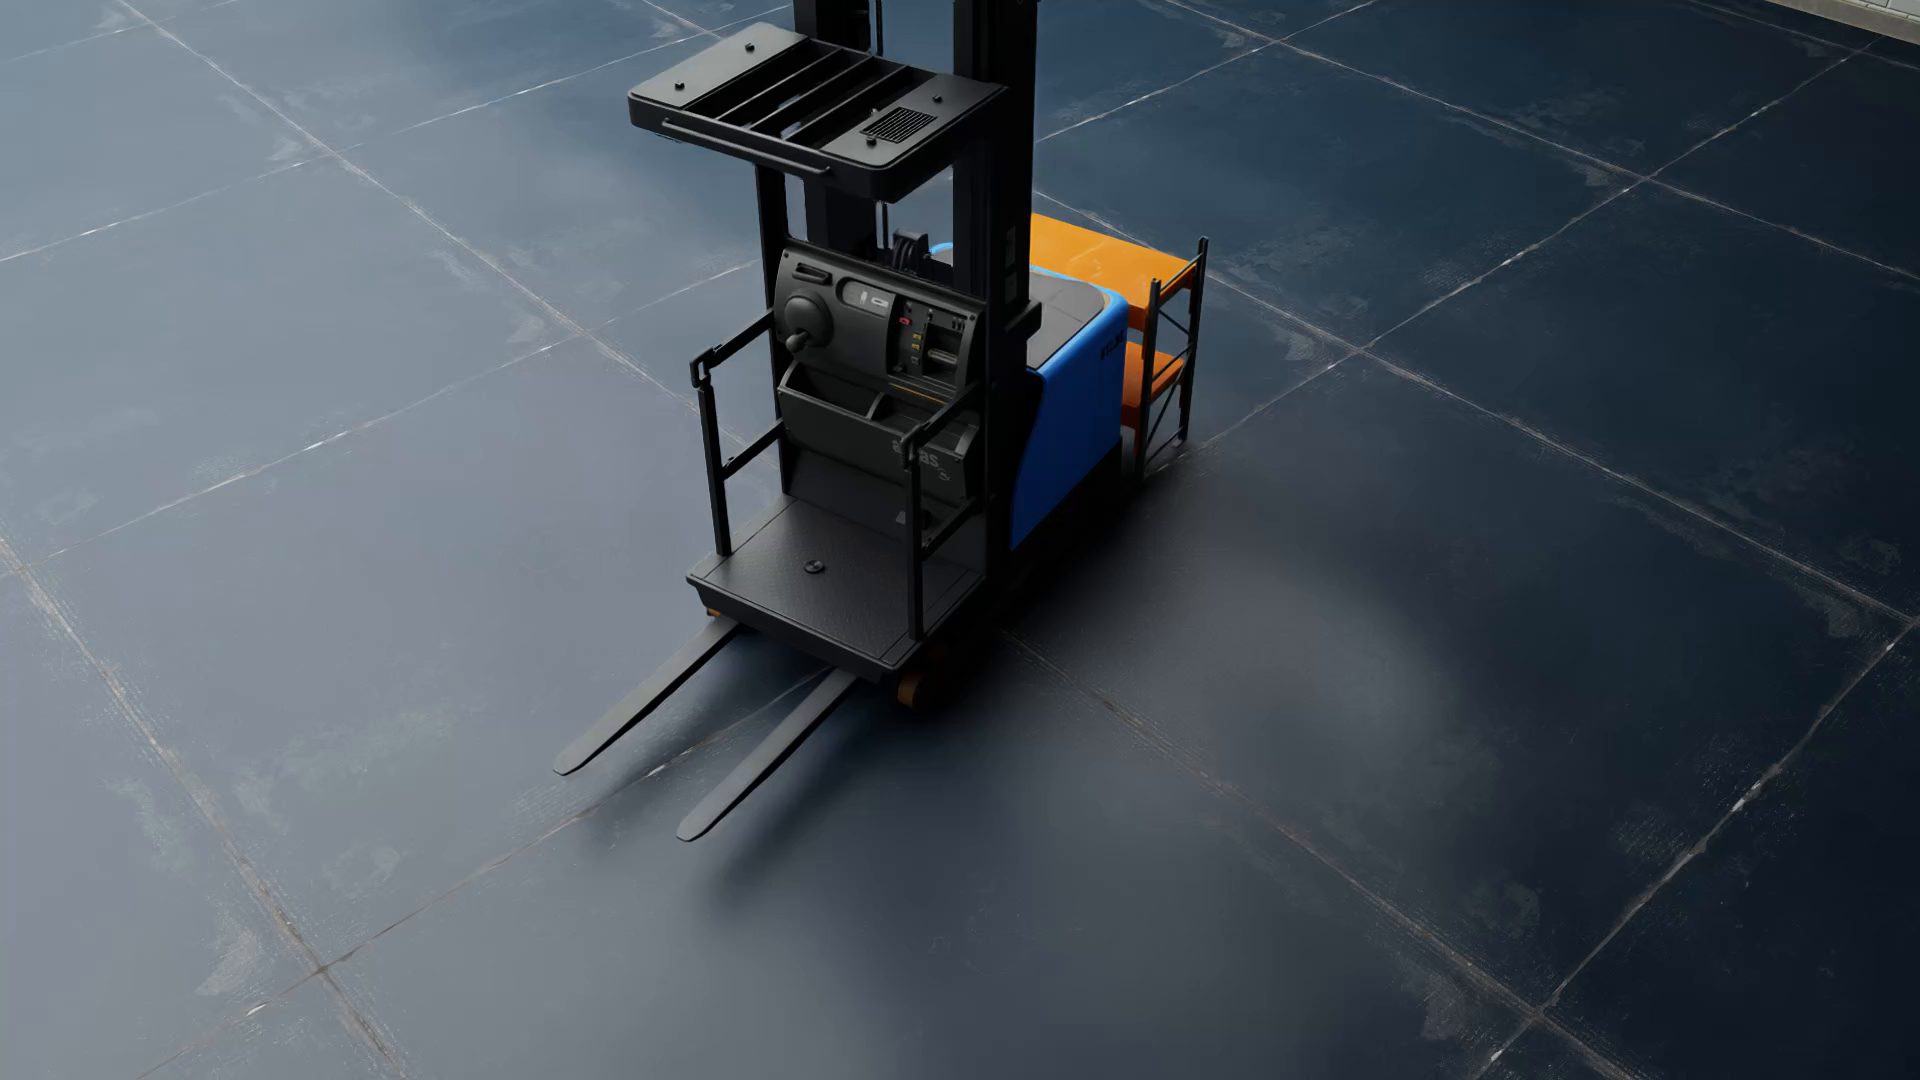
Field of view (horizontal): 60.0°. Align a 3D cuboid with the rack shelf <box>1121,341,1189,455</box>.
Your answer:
[{"bbox_3d":[0.574,-0.822,8.258,1.000,0.278,0.538,23,44,26],"label":"rack shelf"}]

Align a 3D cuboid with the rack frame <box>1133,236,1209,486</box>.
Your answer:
[{"bbox_3d":[0.996,-0.834,7.884,0.032,1.125,0.500,23,44,26],"label":"rack frame"}]

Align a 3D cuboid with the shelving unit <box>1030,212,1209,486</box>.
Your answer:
[{"bbox_3d":[0.575,-1.013,8.105,1.048,1.125,0.538,23,44,26],"label":"shelving unit"}]

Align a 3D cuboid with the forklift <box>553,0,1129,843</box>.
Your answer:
[{"bbox_3d":[-0.451,-0.782,6.386,1.130,2.935,3.031,22,44,25],"label":"forklift"}]

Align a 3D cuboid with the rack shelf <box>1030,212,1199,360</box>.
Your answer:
[{"bbox_3d":[0.576,-1.242,7.923,1.000,0.278,0.538,23,44,26],"label":"rack shelf"}]
